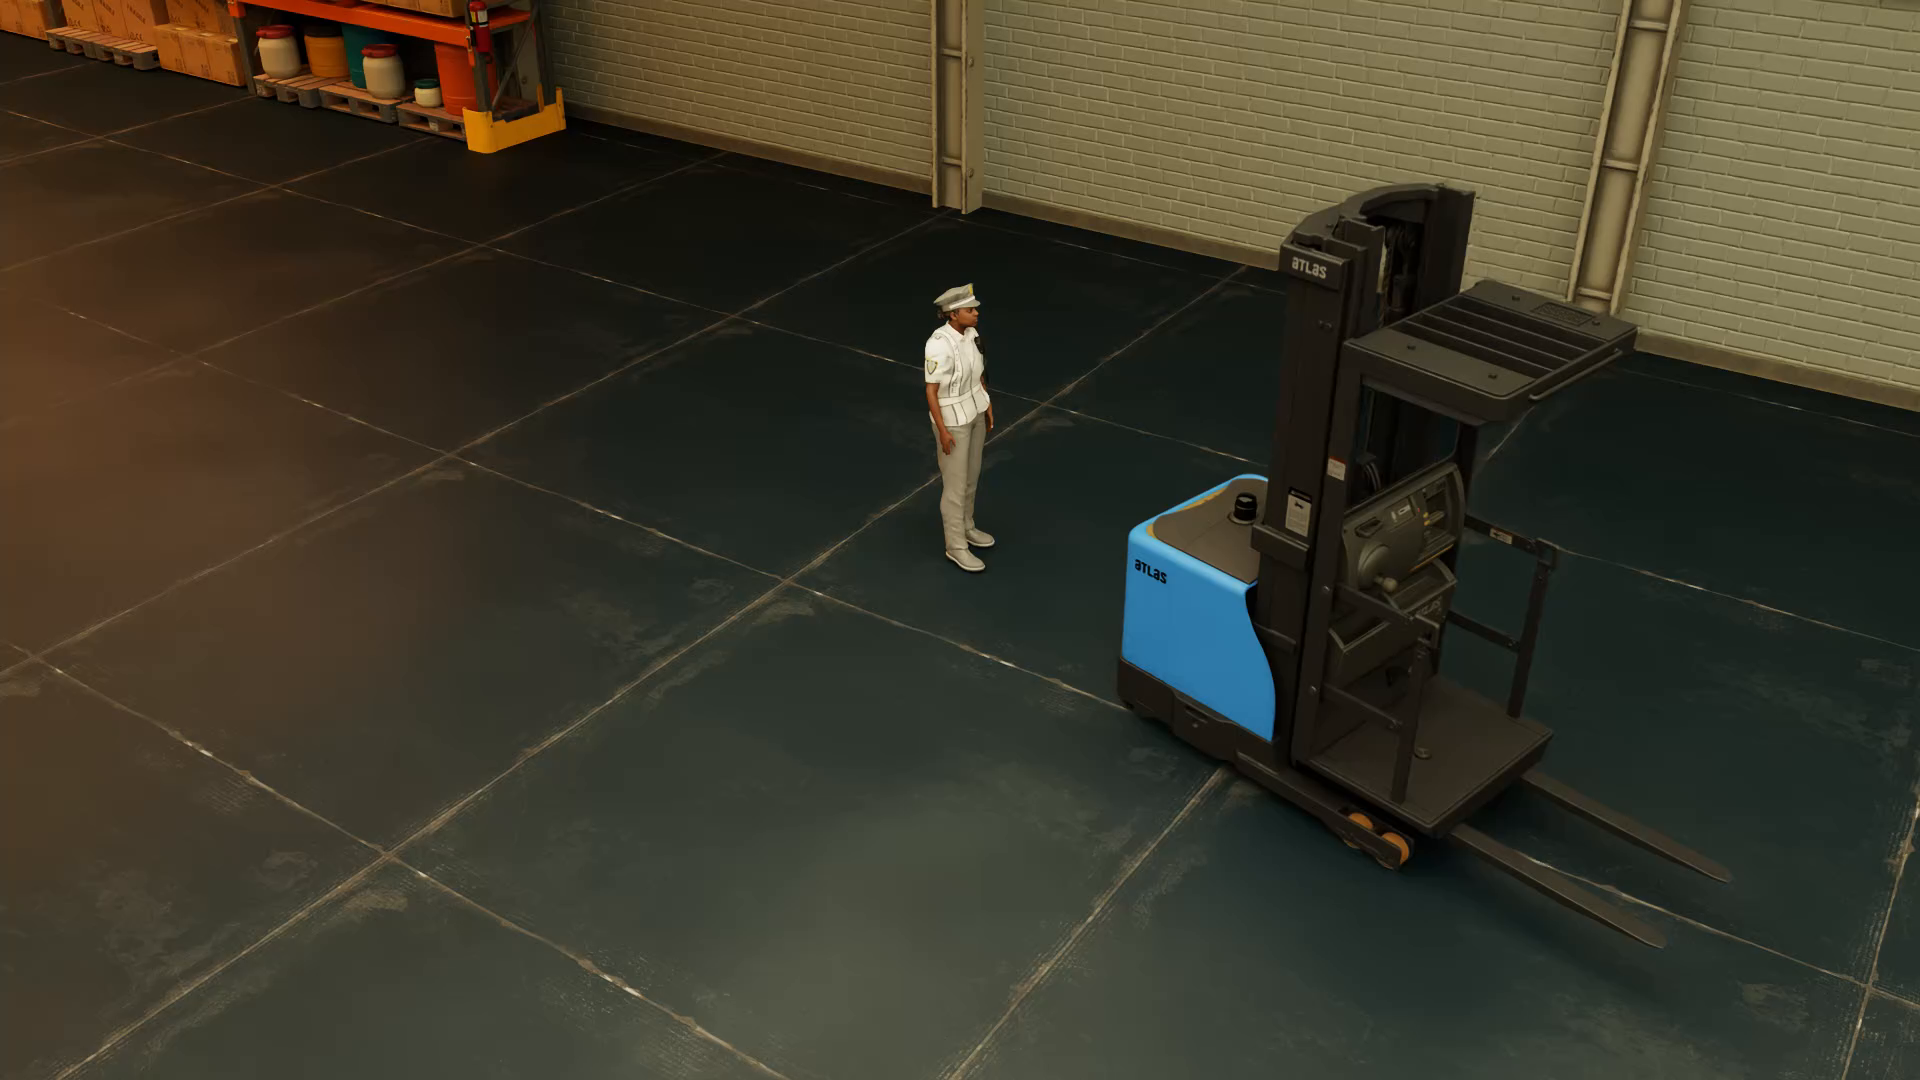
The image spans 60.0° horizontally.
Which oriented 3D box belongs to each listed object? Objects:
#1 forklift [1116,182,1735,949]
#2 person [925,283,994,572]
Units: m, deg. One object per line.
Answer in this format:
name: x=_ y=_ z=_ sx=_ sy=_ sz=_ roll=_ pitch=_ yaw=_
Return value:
forklift: x=2.208 y=-0.011 z=7.601 sx=1.130 sy=2.935 sz=3.031 roll=-25 pitch=38 yaw=-36
person: x=0.051 y=-0.710 z=10.020 sx=0.530 sy=1.695 sz=0.569 roll=19 pitch=35 yaw=29
